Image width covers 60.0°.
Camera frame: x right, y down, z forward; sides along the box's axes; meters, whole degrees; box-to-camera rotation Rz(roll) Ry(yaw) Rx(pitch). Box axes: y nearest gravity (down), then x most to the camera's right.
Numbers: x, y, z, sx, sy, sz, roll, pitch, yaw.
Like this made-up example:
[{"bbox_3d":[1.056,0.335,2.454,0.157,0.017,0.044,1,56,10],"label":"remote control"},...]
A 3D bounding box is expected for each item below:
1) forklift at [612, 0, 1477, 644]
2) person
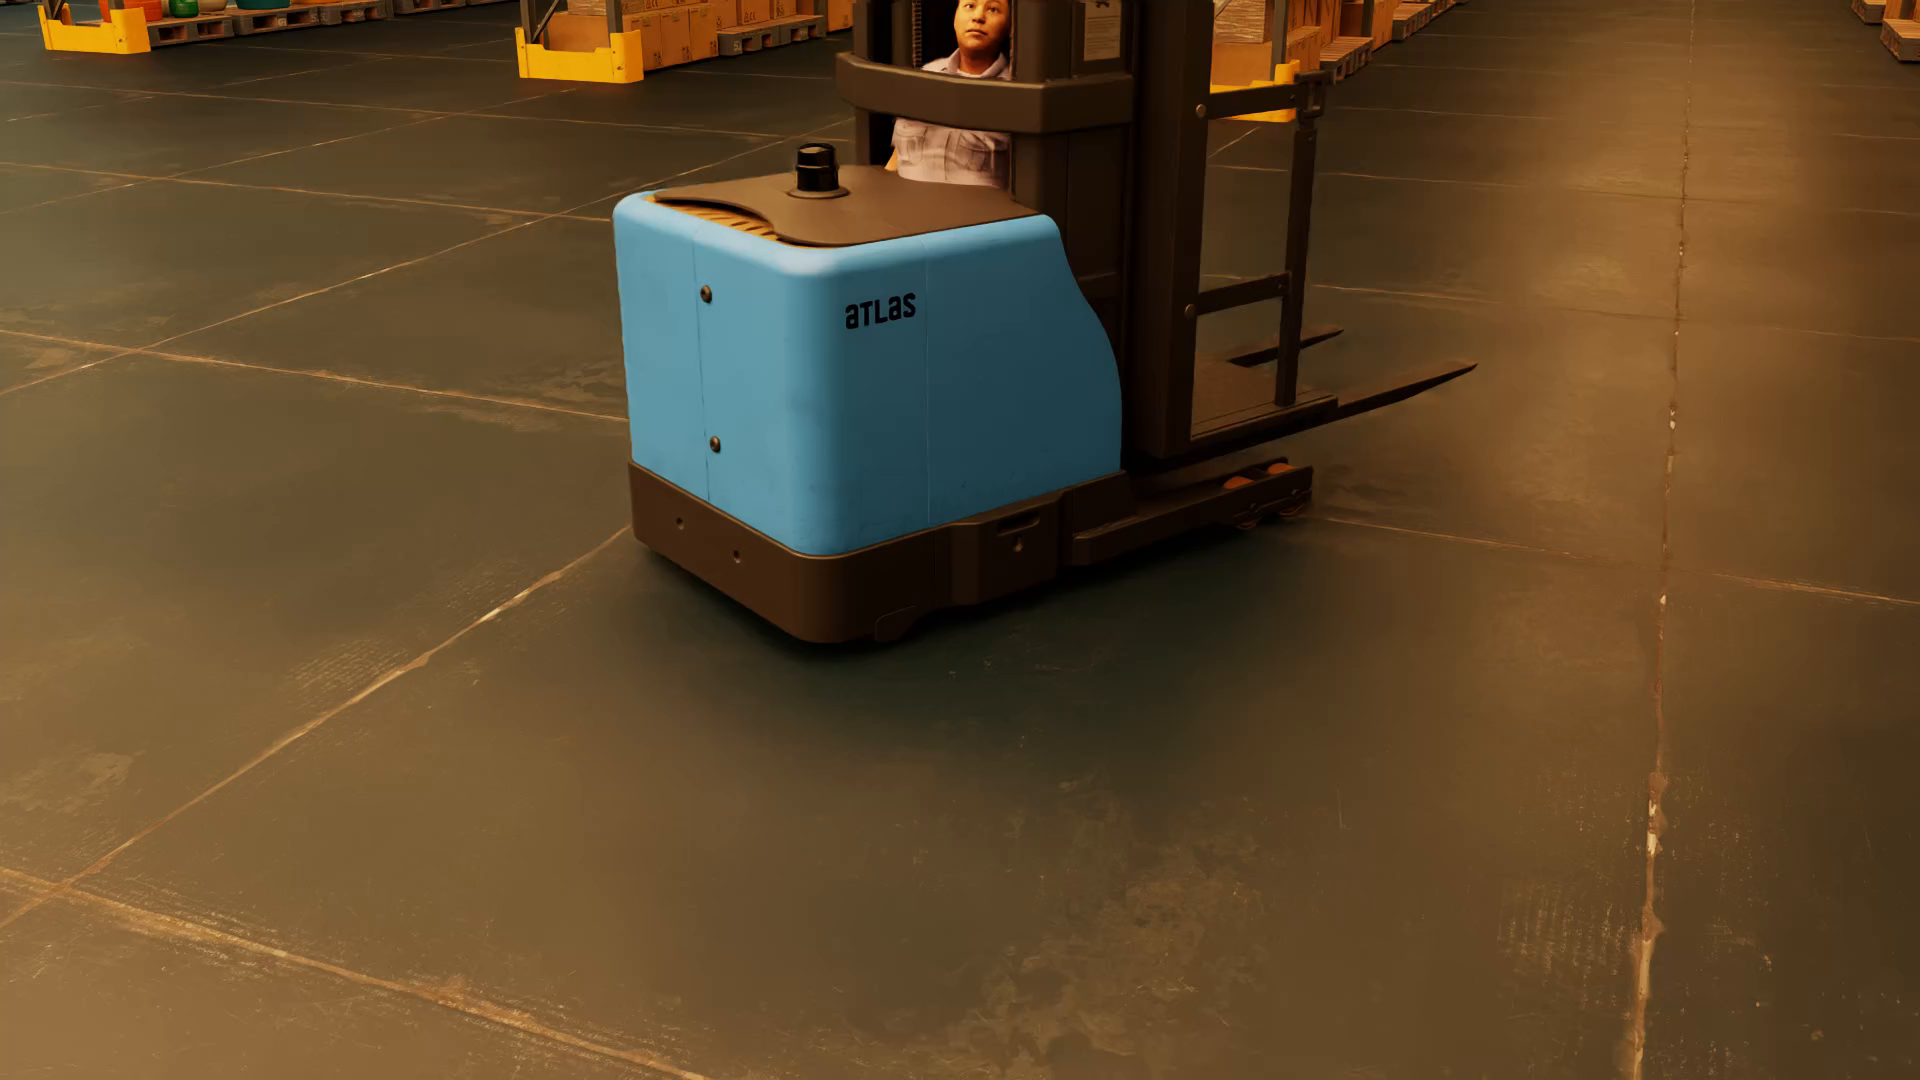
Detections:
[{"bbox_3d":[0.493,-1.525,4.940,3.031,2.935,1.130,-17,28,-35],"label":"forklift"},{"bbox_3d":[-0.045,-0.744,4.733,0.599,1.637,0.570,9,24,21],"label":"person"}]
